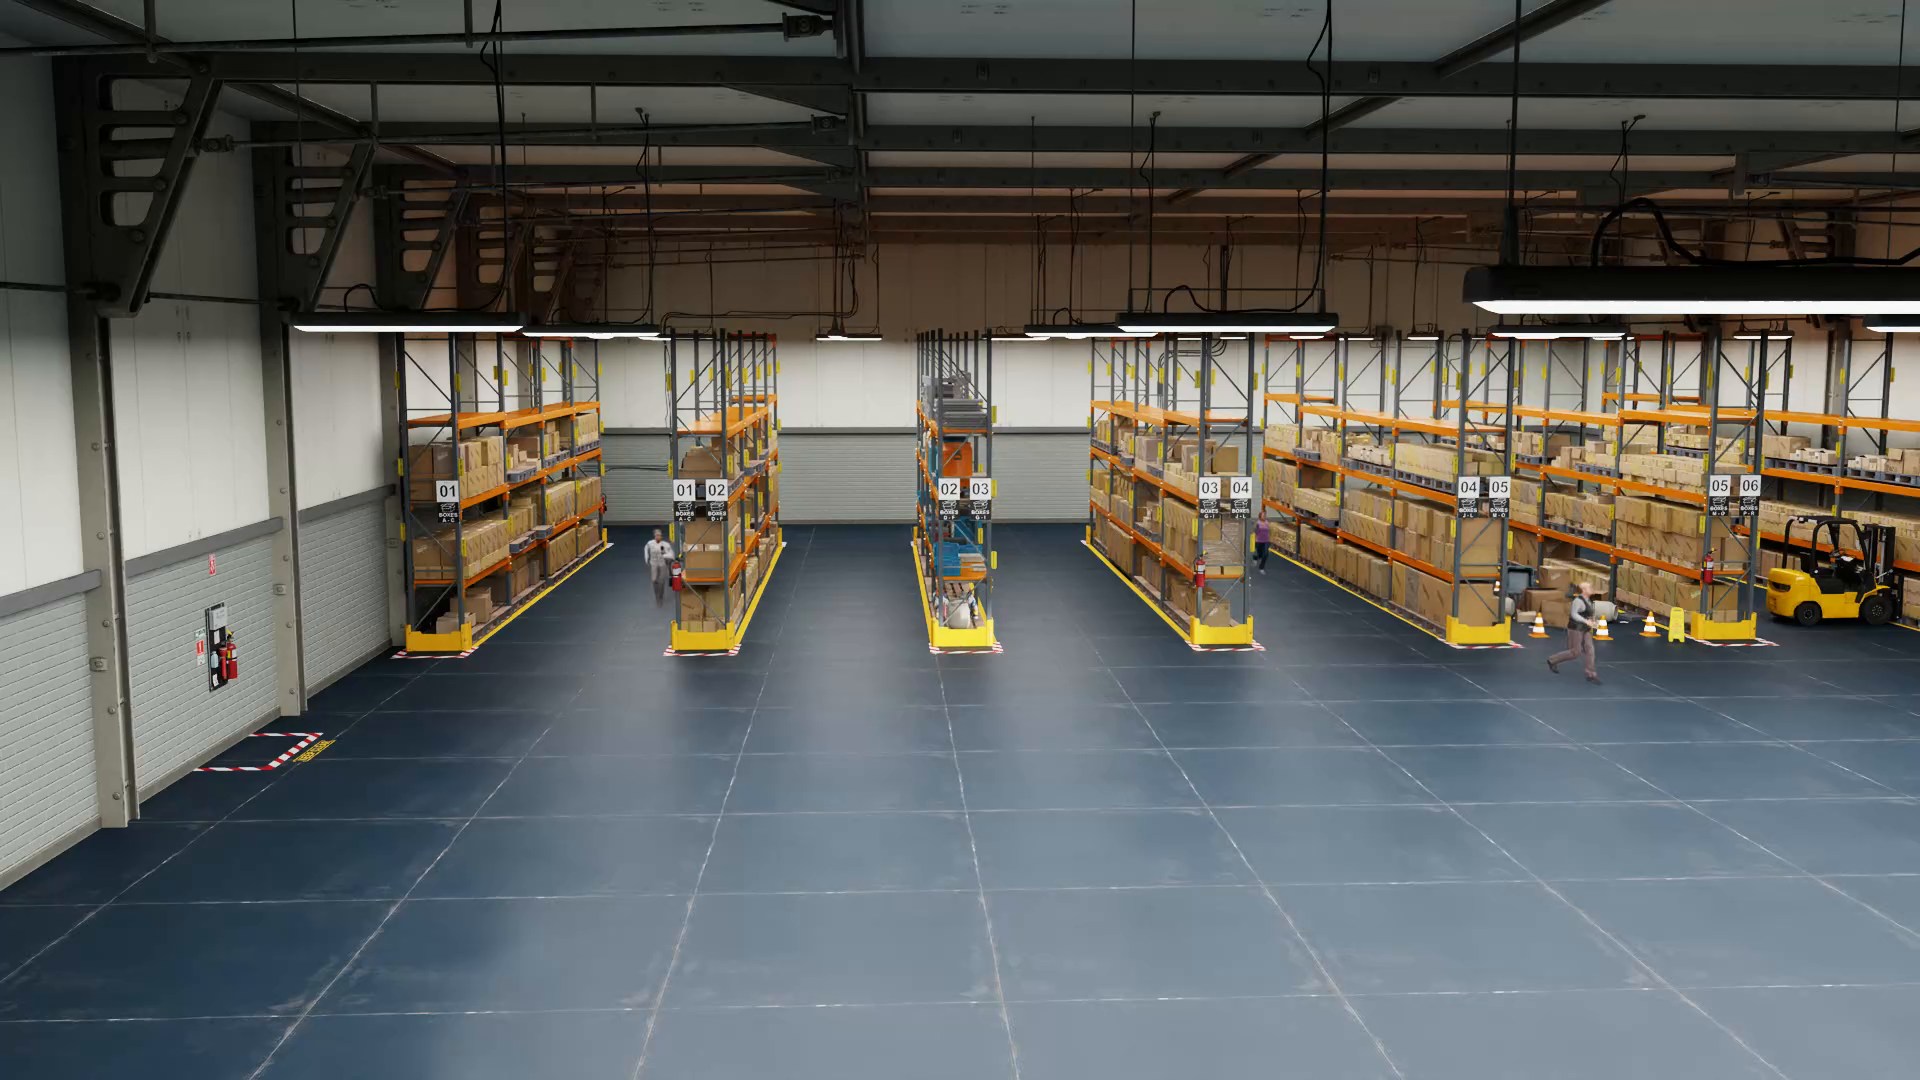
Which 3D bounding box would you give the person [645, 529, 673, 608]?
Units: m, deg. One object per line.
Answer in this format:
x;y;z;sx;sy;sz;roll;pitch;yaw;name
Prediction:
-6.604;0.599;36.491;0.636;1.726;0.828;0;7;-2;person

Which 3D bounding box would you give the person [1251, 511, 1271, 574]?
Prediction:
7.544;0.056;41.664;0.536;1.563;0.576;-2;7;-13;person

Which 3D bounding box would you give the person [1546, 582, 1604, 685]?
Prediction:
10.481;1.557;28.214;0.989;1.717;0.681;6;9;39;person
